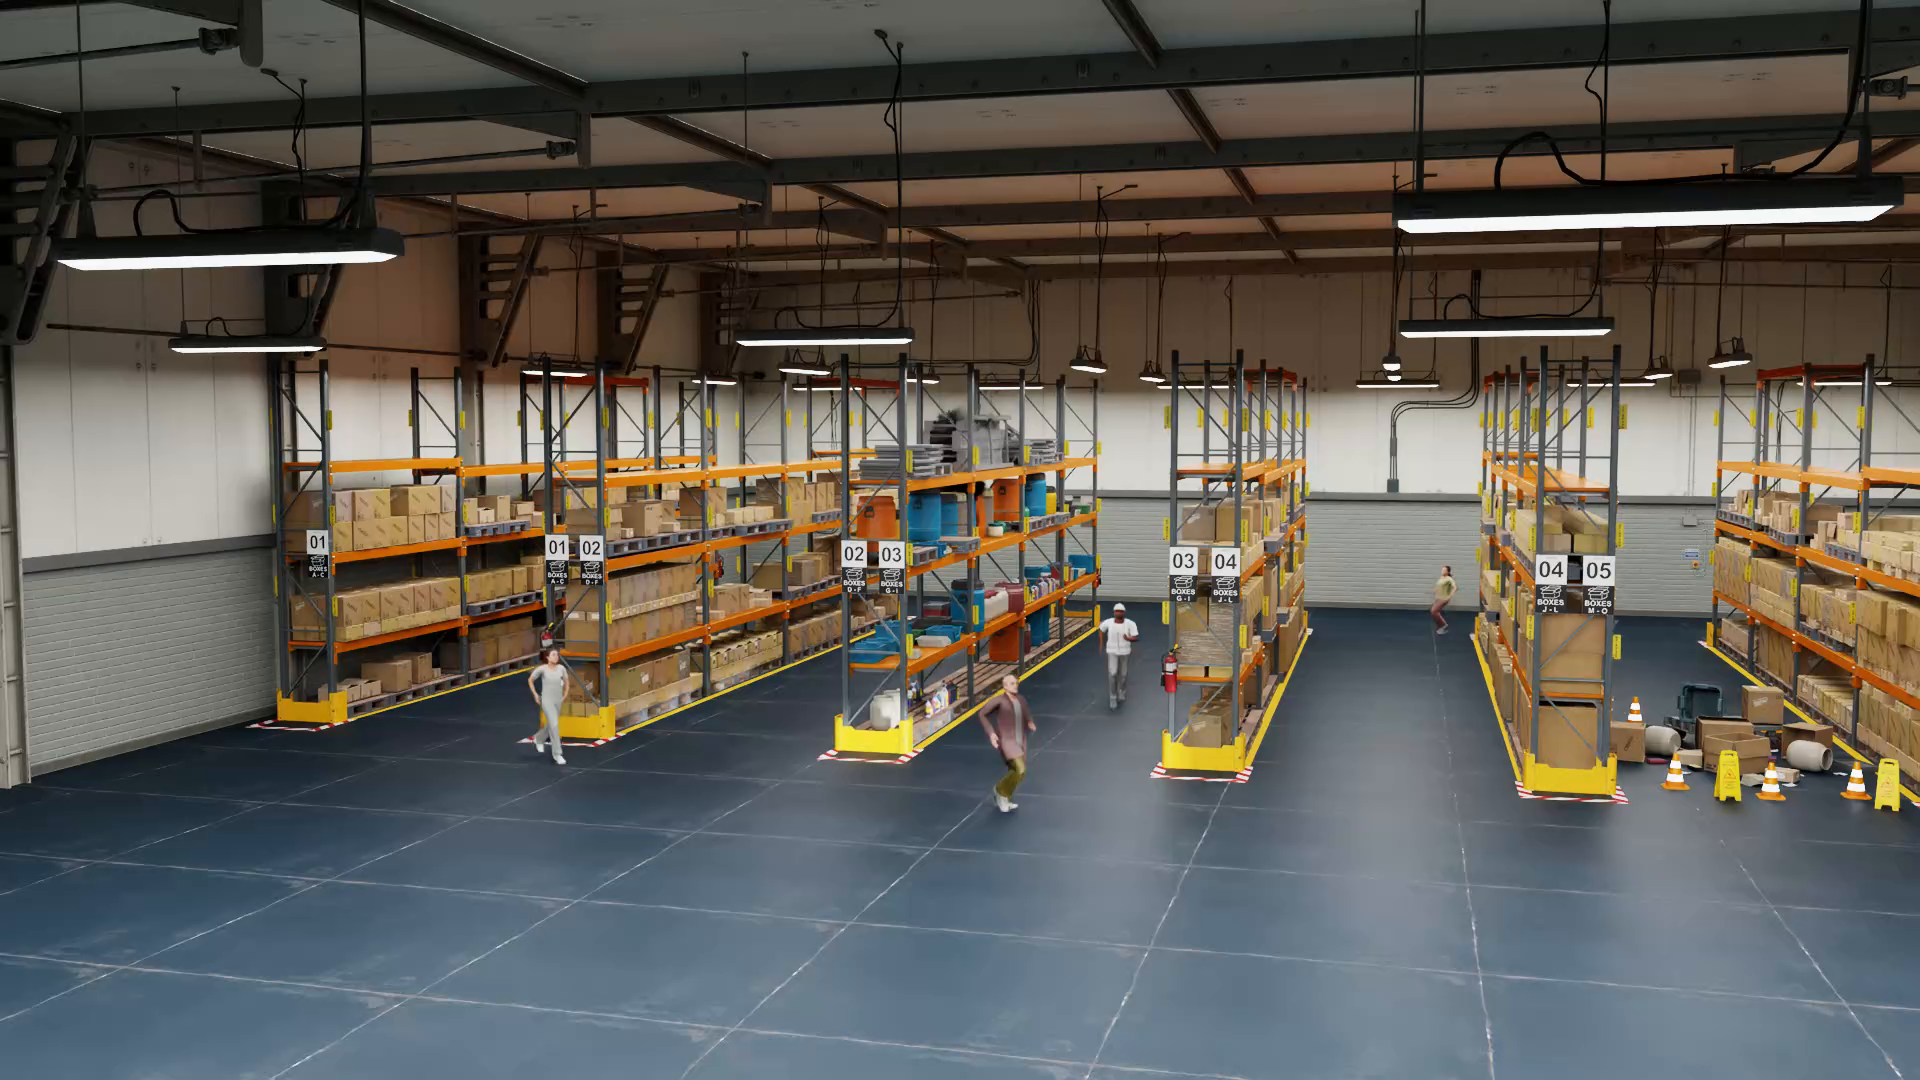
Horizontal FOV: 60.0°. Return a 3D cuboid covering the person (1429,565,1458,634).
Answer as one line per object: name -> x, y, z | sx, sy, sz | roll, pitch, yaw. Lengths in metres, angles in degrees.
person -> 11.245, 1.397, 38.813 | 0.563, 1.629, 0.650 | -1, 4, -14

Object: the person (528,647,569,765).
person -> -6.041, 2.410, 24.537 | 0.922, 1.678, 0.583 | 4, 6, 44

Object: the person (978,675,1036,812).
person -> 0.679, 2.595, 21.166 | 0.693, 1.741, 0.695 | -4, 6, -45

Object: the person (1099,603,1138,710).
person -> 2.782, 2.013, 29.171 | 0.677, 1.821, 0.820 | 0, 4, 2
